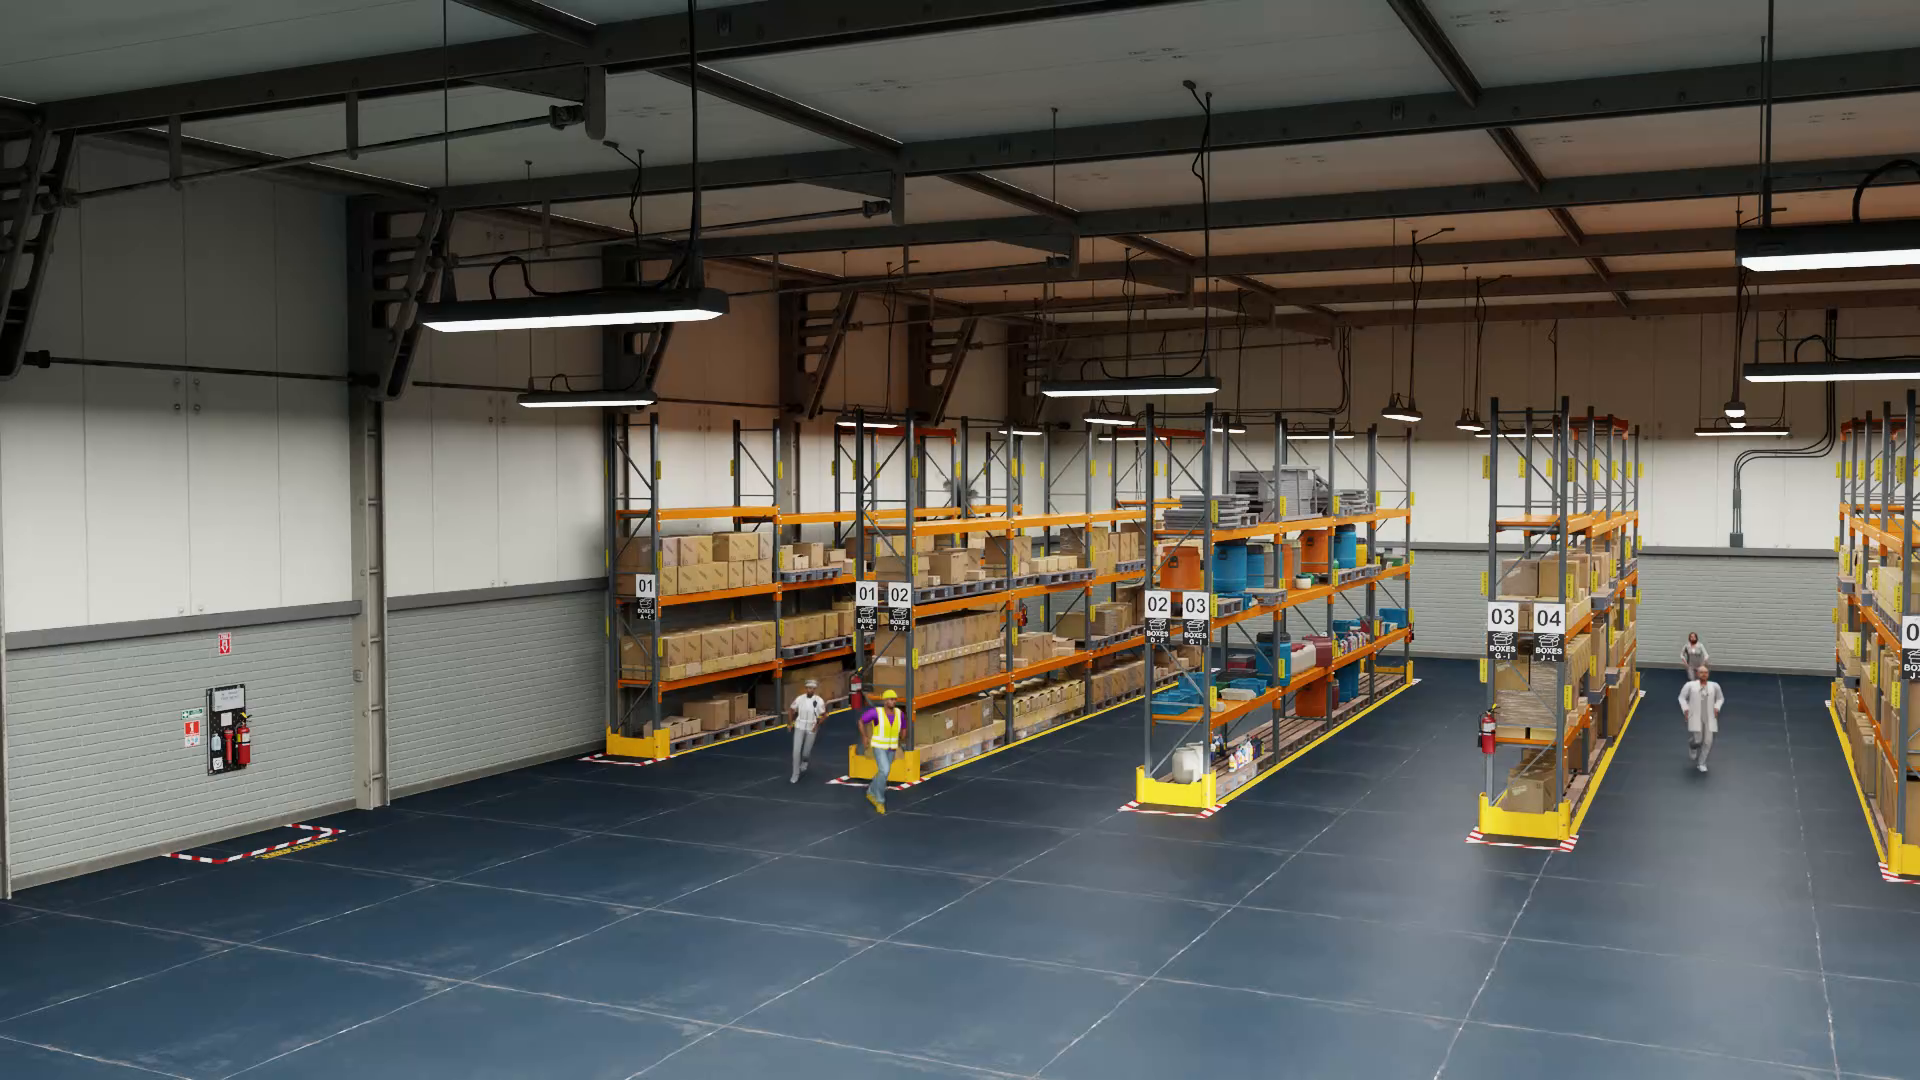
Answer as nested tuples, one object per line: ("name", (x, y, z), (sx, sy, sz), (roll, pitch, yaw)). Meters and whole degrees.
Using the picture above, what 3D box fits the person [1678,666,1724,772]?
("person", (12.393, 2.972, 27.781), (0.711, 1.735, 0.656), (1, 2, 13))

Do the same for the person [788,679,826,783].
("person", (-2.473, 3.066, 26.923), (0.620, 1.655, 0.679), (0, 2, 1))

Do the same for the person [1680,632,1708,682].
("person", (15.648, 2.740, 35.464), (0.560, 1.557, 0.612), (1, 3, 23))

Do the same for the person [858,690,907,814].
("person", (-1.113, 3.104, 24.610), (0.693, 1.785, 0.782), (-2, 3, -35))
